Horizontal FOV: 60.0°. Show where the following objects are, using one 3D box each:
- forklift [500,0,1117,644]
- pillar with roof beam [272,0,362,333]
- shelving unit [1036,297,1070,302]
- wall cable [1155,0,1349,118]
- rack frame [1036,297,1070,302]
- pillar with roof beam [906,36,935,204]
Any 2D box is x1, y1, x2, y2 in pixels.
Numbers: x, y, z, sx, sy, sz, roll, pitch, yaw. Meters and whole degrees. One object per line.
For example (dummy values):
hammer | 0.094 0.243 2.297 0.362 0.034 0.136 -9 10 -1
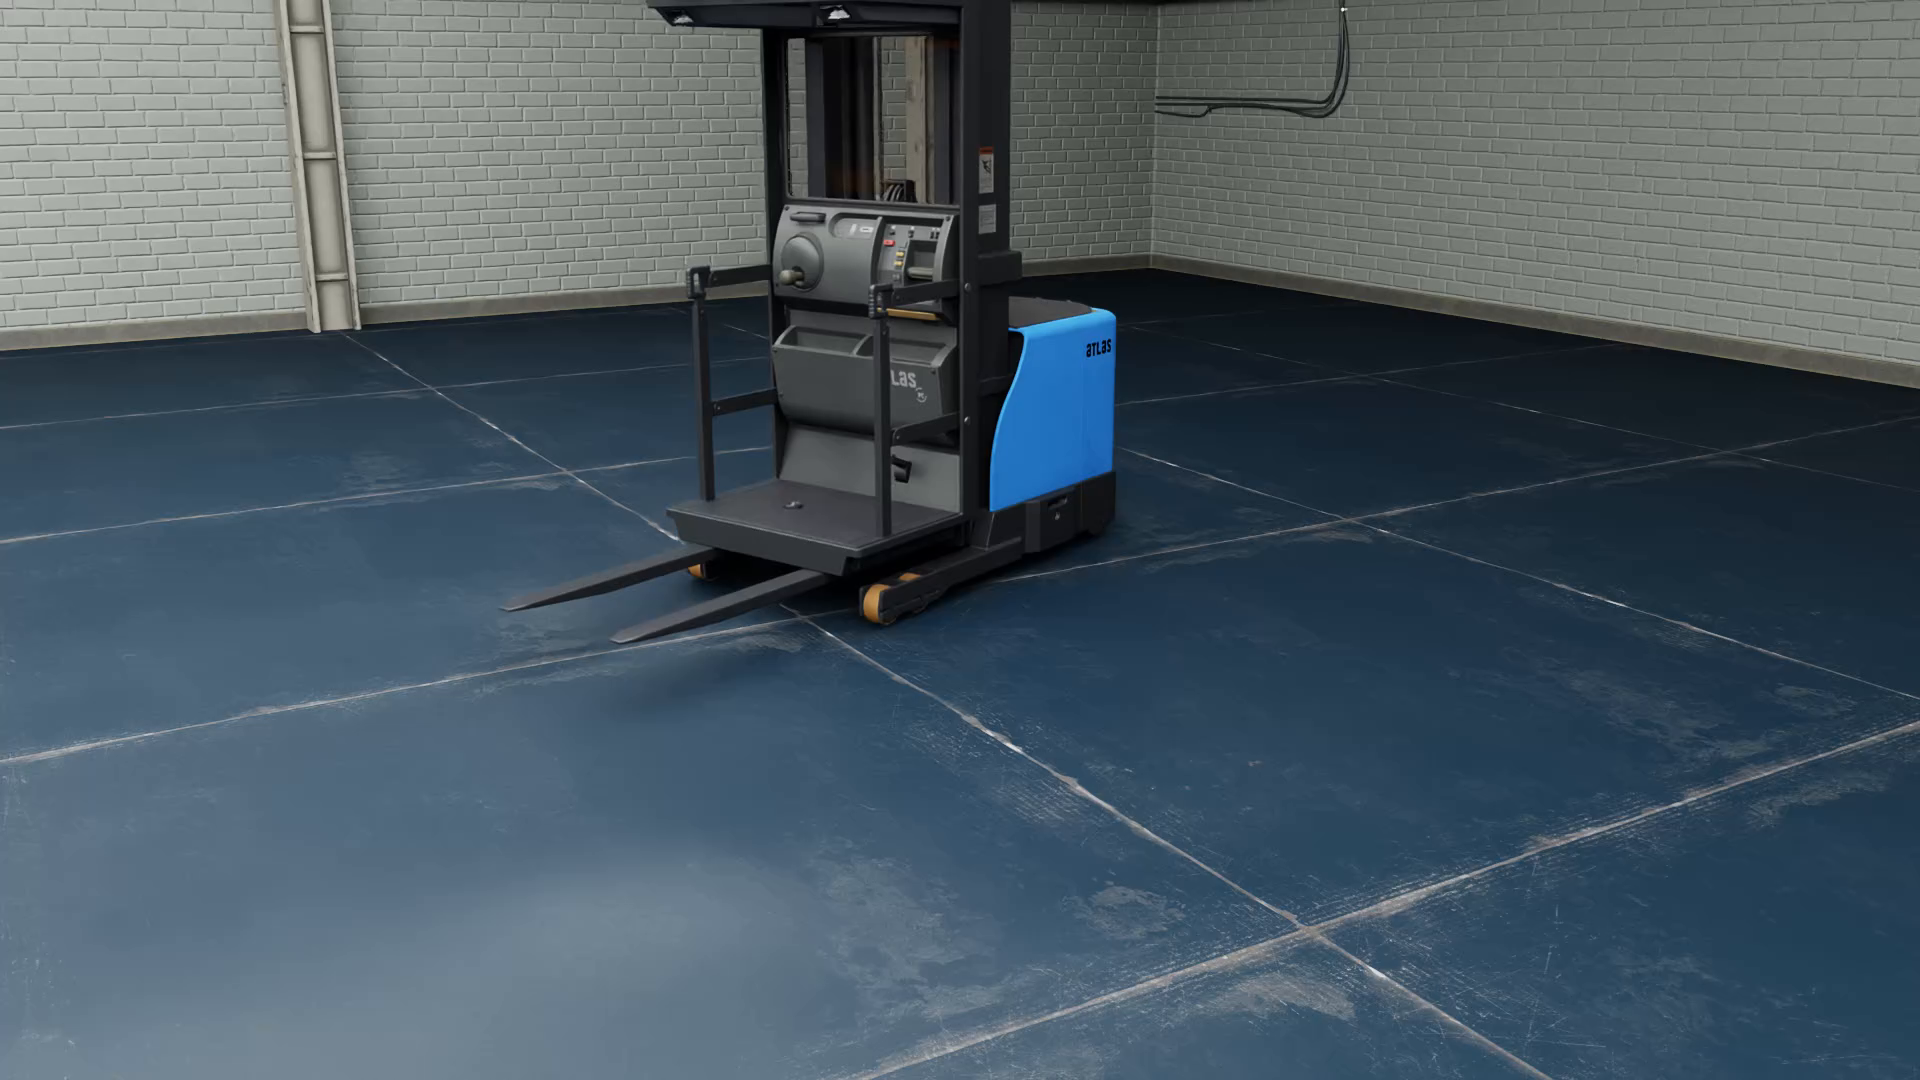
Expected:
forklift | -0.540 -1.218 6.824 1.130 2.935 3.031 11 19 35
pillar with roof beam | -3.226 -5.177 9.706 0.400 9.000 9.100 -9 18 -30
shelving unit | 0.394 -0.679 8.387 0.215 1.050 0.252 11 19 35
wall cable | 2.906 -5.615 17.023 0.112 2.526 3.097 -9 18 -30
rack frame | 0.468 -0.705 8.481 0.200 1.050 0.008 11 19 35
pillar with roof beam | 1.917 -6.011 12.681 0.400 9.000 9.100 -9 18 -30
